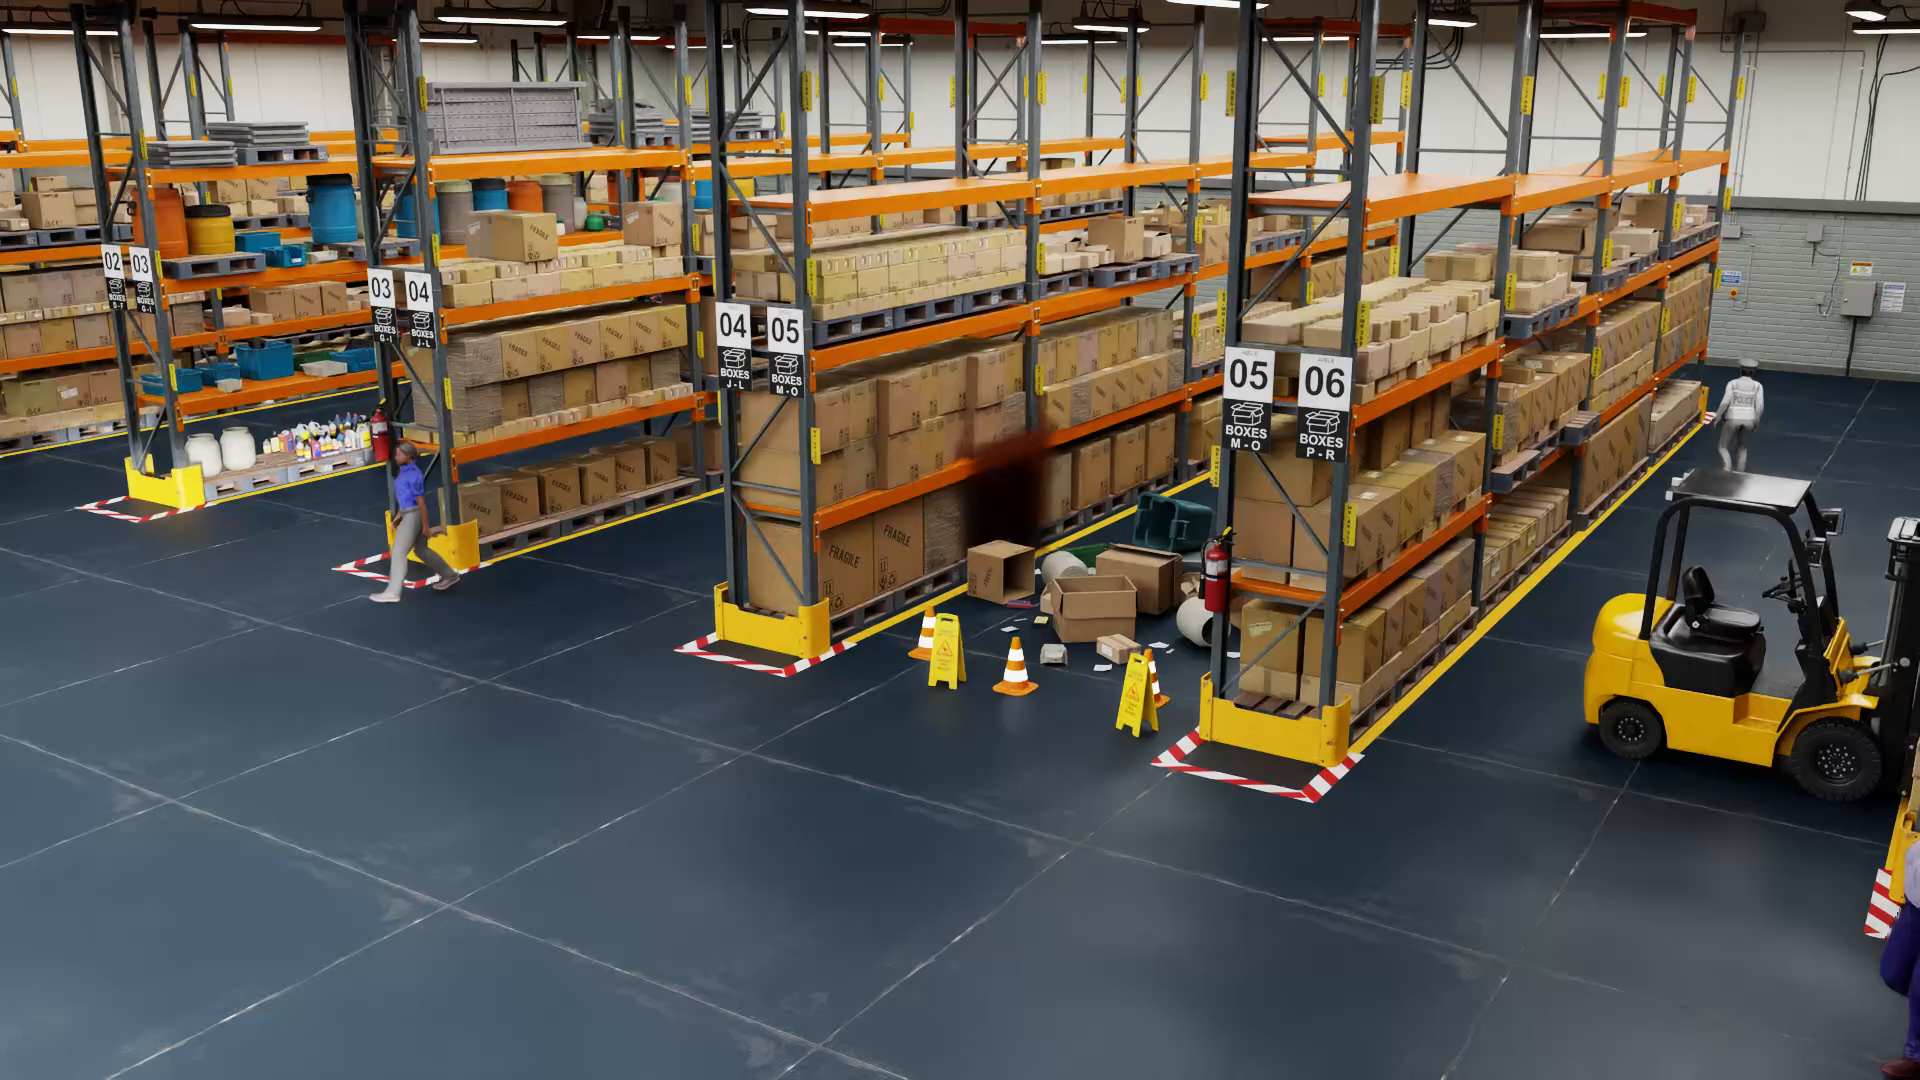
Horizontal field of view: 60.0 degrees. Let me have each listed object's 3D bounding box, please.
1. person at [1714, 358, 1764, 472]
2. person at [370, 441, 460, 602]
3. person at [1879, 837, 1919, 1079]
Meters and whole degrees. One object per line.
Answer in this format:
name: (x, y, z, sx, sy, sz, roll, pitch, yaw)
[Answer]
person: (10.119, -1.502, 21.570, 0.553, 1.652, 0.581, 2, 16, 9)
person: (-5.593, -0.204, 16.895, 0.920, 1.618, 0.478, -7, 17, -23)
person: (5.220, 2.044, 8.764, 0.602, 1.632, 0.469, -2, 16, -7)
